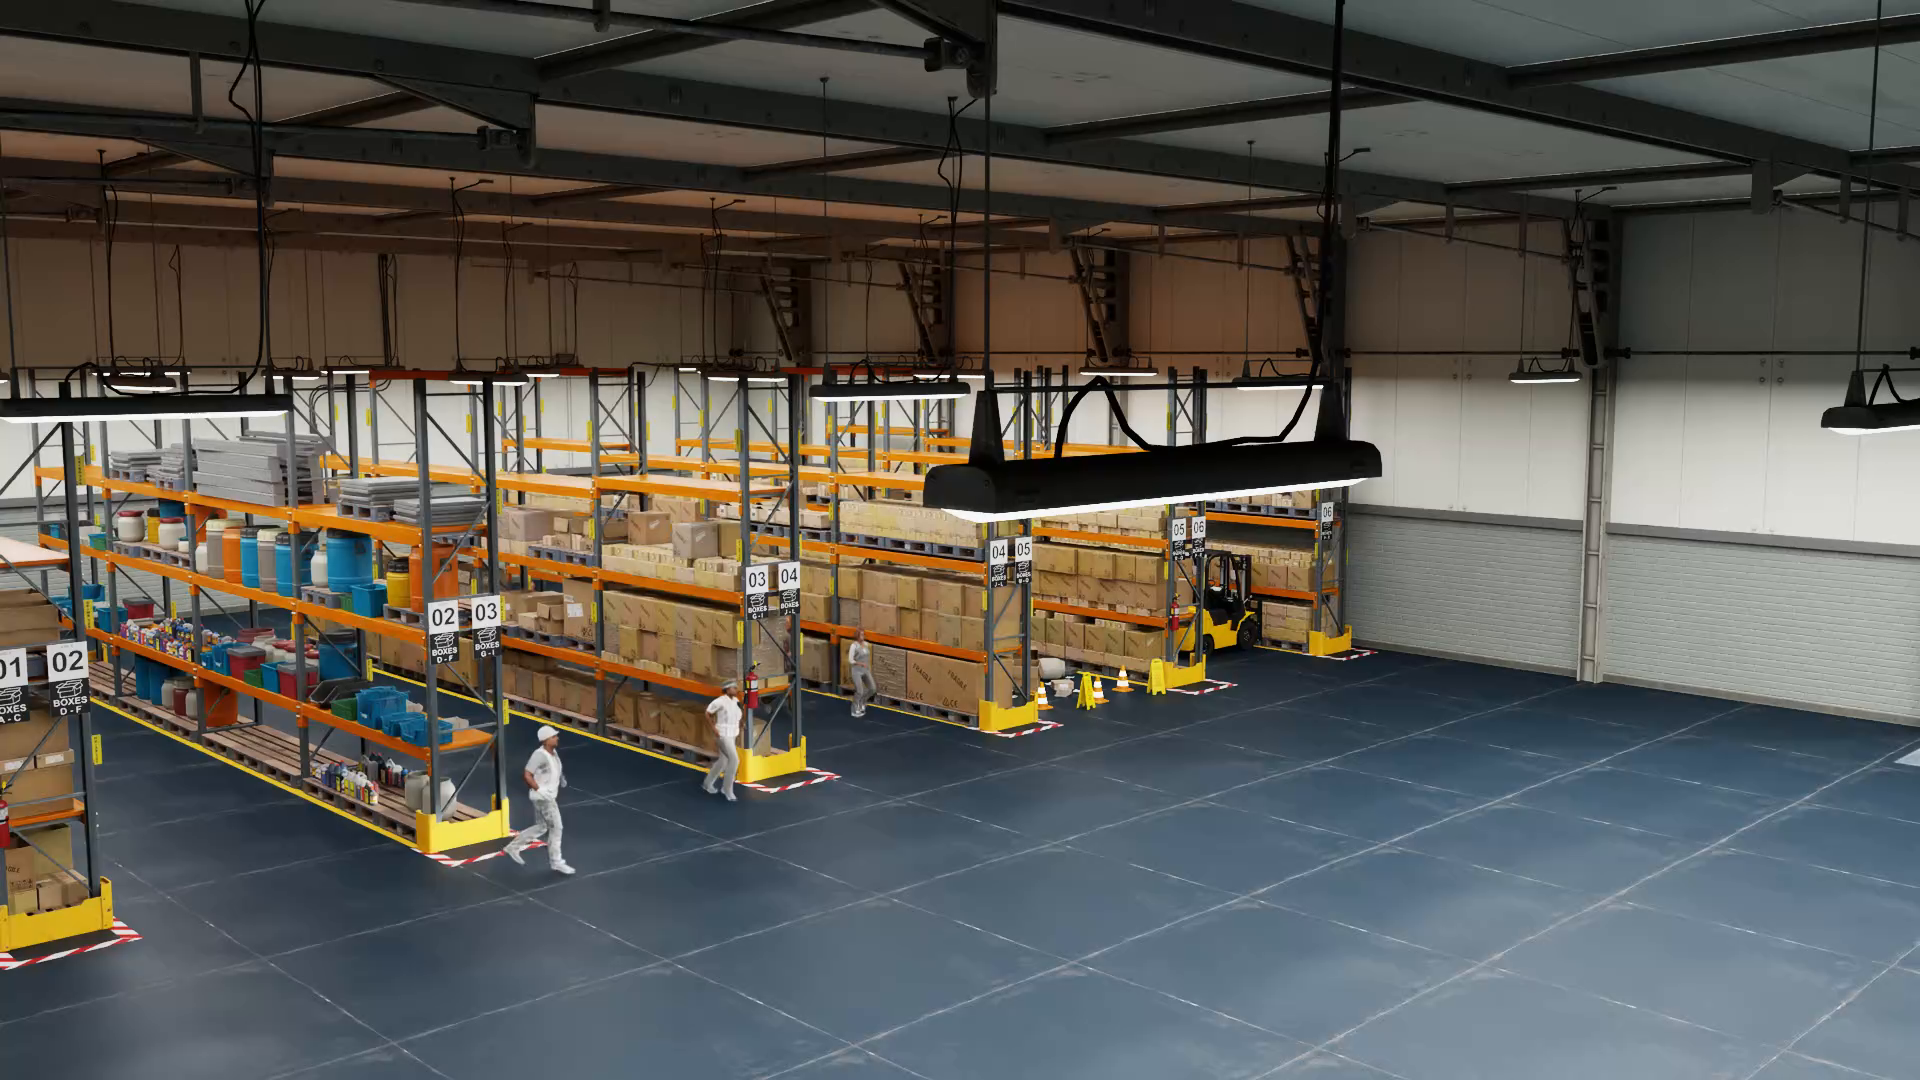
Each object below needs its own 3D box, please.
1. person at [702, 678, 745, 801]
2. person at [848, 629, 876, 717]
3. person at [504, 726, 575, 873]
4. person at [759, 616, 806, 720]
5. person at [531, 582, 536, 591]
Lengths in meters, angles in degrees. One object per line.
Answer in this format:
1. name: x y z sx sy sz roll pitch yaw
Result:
1. person: -3.342 2.836 23.793 0.654 1.726 0.572 3 7 22
2. person: -1.691 2.300 28.744 0.508 1.552 0.585 -6 9 -44
3. person: -5.147 3.154 20.327 0.865 1.799 0.689 -1 6 -6
4. person: -3.075 2.194 28.852 0.933 1.799 0.734 4 8 34
5. person: -8.559 1.715 33.420 0.711 1.766 0.637 6 9 42
